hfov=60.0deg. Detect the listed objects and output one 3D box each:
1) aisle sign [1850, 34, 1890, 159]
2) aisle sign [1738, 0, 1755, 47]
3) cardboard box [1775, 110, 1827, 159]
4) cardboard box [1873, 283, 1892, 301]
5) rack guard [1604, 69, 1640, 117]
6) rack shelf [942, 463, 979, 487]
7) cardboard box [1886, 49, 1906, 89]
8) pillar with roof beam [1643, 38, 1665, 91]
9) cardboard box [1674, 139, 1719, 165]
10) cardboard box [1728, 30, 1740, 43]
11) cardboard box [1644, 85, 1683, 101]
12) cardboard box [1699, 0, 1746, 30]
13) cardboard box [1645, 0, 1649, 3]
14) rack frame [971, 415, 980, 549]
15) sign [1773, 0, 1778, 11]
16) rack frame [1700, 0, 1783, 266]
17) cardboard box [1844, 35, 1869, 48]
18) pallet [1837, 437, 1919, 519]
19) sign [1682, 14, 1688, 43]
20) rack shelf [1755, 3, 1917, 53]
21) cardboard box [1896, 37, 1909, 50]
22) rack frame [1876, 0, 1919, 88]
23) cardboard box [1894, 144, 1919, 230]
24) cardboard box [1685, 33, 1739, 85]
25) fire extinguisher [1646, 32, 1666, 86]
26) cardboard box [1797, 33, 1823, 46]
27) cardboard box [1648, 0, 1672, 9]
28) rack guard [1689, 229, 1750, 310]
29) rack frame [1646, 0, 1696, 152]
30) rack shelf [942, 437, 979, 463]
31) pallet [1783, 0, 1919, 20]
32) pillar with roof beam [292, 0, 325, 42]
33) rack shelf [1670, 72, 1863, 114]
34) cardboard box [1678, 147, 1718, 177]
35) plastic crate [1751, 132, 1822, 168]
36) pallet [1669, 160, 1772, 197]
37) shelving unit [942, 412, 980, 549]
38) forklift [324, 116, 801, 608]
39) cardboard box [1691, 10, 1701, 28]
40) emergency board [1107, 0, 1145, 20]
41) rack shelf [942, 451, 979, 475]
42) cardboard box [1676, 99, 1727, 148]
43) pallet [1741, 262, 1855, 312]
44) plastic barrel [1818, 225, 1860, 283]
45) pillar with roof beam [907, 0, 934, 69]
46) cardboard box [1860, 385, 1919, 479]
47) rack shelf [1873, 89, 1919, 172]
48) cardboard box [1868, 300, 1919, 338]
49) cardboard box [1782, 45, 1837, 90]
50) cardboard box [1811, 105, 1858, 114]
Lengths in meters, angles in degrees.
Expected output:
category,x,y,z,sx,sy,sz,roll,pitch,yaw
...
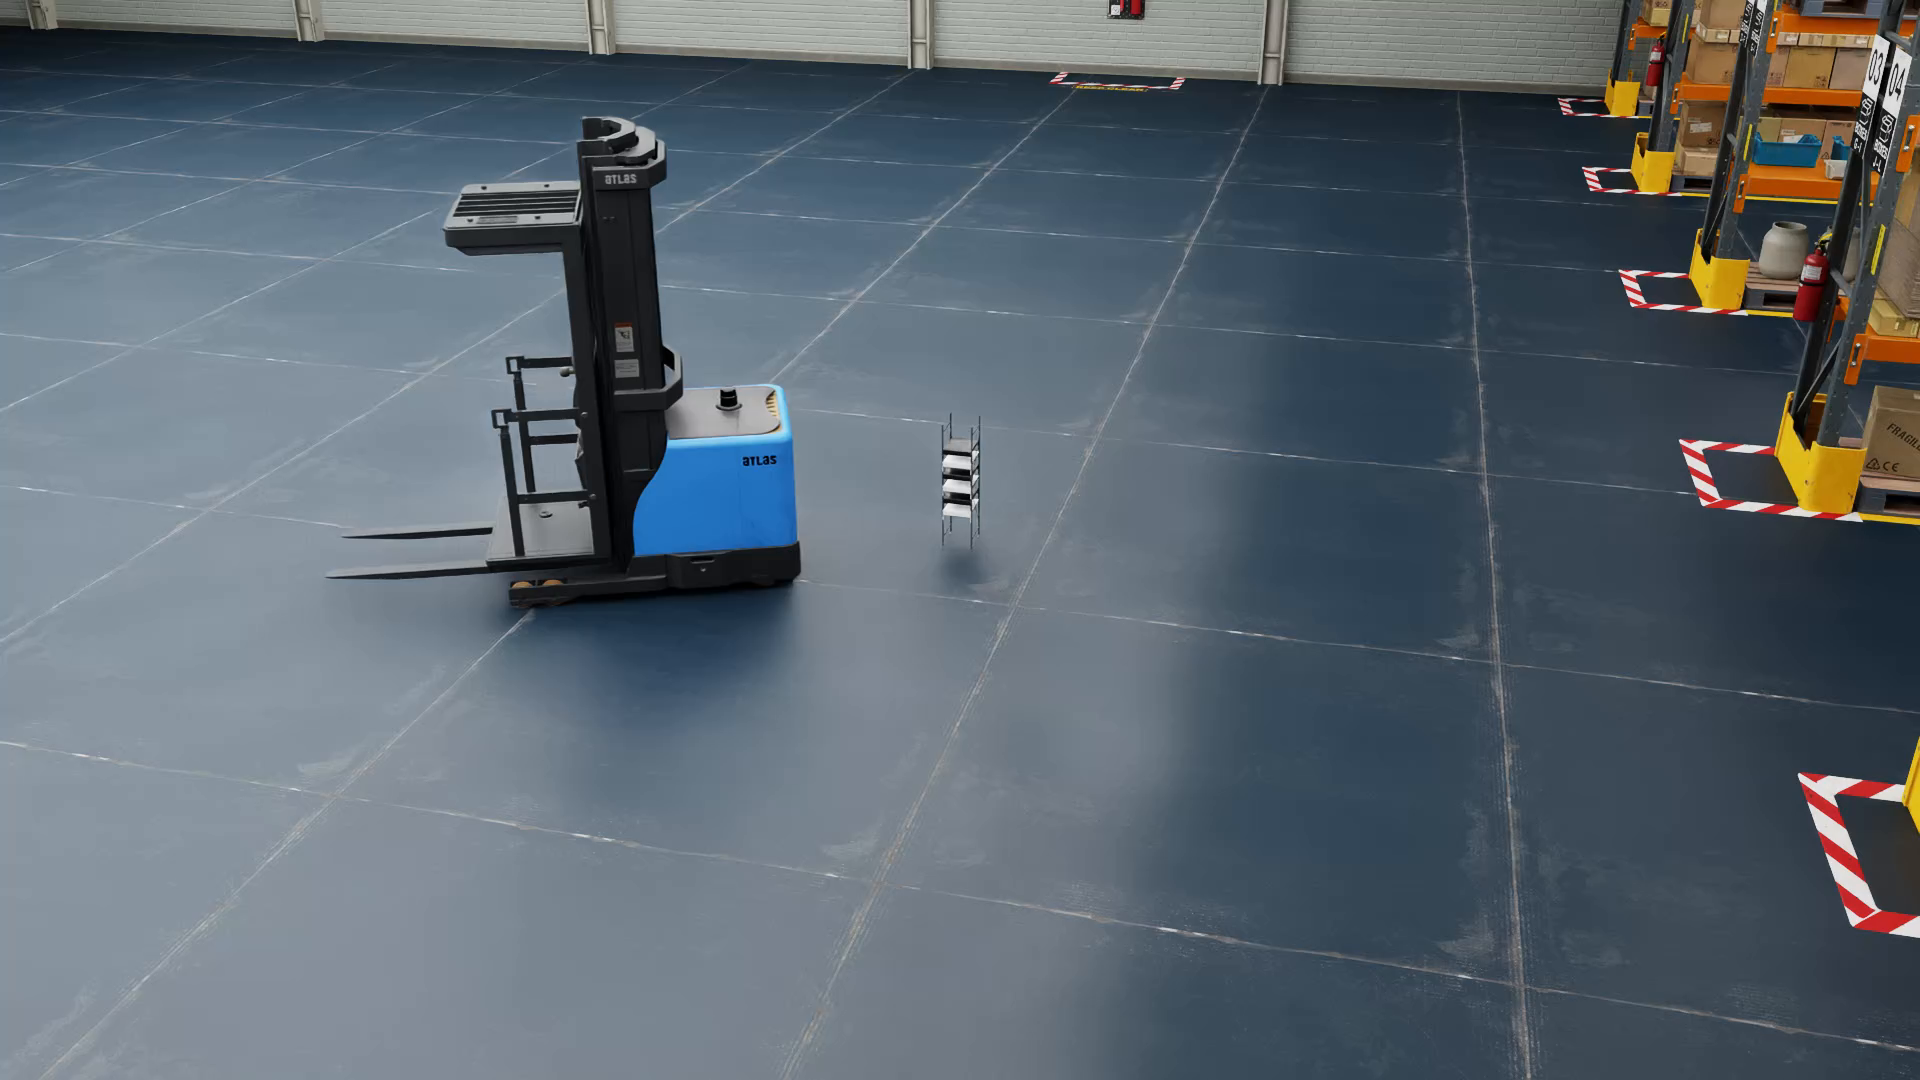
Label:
category,x,y,z,sx,sy,sz,roll,pitch,yaw
aisle sign,6.368,-3.107,11.645,0.004,0.787,0.394,6,26,13
aisle sign,7.591,-5.169,15.975,0.004,0.787,0.394,6,26,13
cardboard box,10.260,-4.962,20.401,0.500,0.500,0.500,6,26,13
cardboard box,6.681,-1.744,12.098,0.250,0.149,0.380,6,26,13
rack guard,10.128,-6.852,25.442,0.348,0.500,1.175,6,26,13
rack shelf,0.008,-0.457,11.412,0.200,0.077,0.258,6,26,13
cardboard box,11.269,-5.697,19.991,0.500,0.500,0.700,7,26,14
pillar with roof beam,9.875,-9.190,20.466,0.400,9.000,9.100,6,26,13
cardboard box,9.417,-4.939,21.228,0.500,0.250,0.500,6,26,13
cardboard box,9.407,-6.105,20.094,0.250,0.149,0.380,6,26,12
cardboard box,10.702,-6.862,25.171,0.500,0.311,0.500,3,26,7
cardboard box,9.324,-6.496,20.161,0.500,0.500,0.700,6,26,13
cardboard box,10.564,-8.306,24.868,0.500,0.500,0.500,6,26,12
rack frame,0.106,-0.395,11.414,0.006,0.900,0.240,6,26,13
sign,7.446,-4.994,15.132,0.005,0.325,0.100,6,26,13
rack frame,7.587,-3.864,16.258,0.127,3.000,1.000,6,26,13
cardboard box,10.639,-5.967,19.805,0.250,0.149,0.380,7,26,13
pallet,7.205,-0.433,12.296,1.213,0.211,1.003,6,26,13
sign,8.680,-6.122,19.902,0.005,0.325,0.100,6,26,13
rack shelf,9.524,-4.679,15.318,4.000,0.370,1.077,6,26,13
cardboard box,11.152,-5.912,19.689,0.250,0.149,0.380,7,26,14
rack frame,6.353,-4.511,10.638,0.127,3.000,1.000,6,26,13
cardboard box,6.948,-2.477,11.719,0.500,0.500,0.500,6,26,13
cardboard box,9.273,-5.916,20.451,0.500,0.500,0.700,6,26,13
fire extinguisher,8.825,-6.097,21.038,0.183,0.674,0.296,6,26,13
cardboard box,10.151,-6.022,19.921,0.250,0.149,0.380,5,26,11
cardboard box,10.442,-8.092,24.418,0.500,0.500,0.500,6,26,13
rack guard,7.672,-2.747,16.820,0.348,0.500,1.175,6,26,13
rack frame,8.824,-5.926,20.589,0.127,3.000,1.000,6,26,13
rack shelf,0.008,-0.619,11.335,0.200,0.077,0.258,6,26,13
pallet,8.364,-5.004,15.383,1.213,0.211,1.003,6,26,13
pillar with roof beam,-13.368,-11.760,25.863,0.400,9.000,9.100,6,26,13
rack shelf,10.761,-5.387,20.294,4.000,0.370,1.077,6,26,13
cardboard box,9.288,-4.724,20.775,0.500,0.250,0.500,6,26,13
plastic crate,8.146,-3.868,16.439,0.616,0.251,0.499,6,26,13
pallet,9.575,-4.602,21.053,1.213,0.211,1.003,6,26,13
shelving unit,0.008,-0.405,11.436,0.210,0.900,0.258,6,26,13
forklift,-2.617,-1.129,10.594,3.031,2.935,1.130,-4,26,-8
cardboard box,10.954,-7.696,24.458,0.500,0.250,0.500,5,26,11
emergency board,2.753,-9.196,27.459,0.643,1.169,0.194,6,26,13
rack shelf,0.008,-0.538,11.373,0.200,0.077,0.258,6,26,13
cardboard box,9.418,-5.279,21.068,0.500,0.500,0.500,6,26,13
pallet,8.458,-2.527,16.694,1.213,0.211,1.003,6,26,13
plastic barrel,8.729,-2.838,16.509,0.421,0.512,0.421,0,25,0
pillar with roof beam,-1.746,-10.475,23.165,0.400,9.000,9.100,6,26,13
cardboard box,6.954,-0.789,12.219,0.500,0.500,0.500,11,28,23
rack shelf,8.290,-2.617,10.987,4.000,0.370,1.077,6,26,13
cardboard box,6.570,-1.559,11.709,0.250,0.149,0.380,6,26,13
cardboard box,10.262,-5.806,20.221,0.500,0.500,0.700,6,26,13
cardboard box,10.874,-5.124,20.743,0.500,0.500,0.500,6,26,13
